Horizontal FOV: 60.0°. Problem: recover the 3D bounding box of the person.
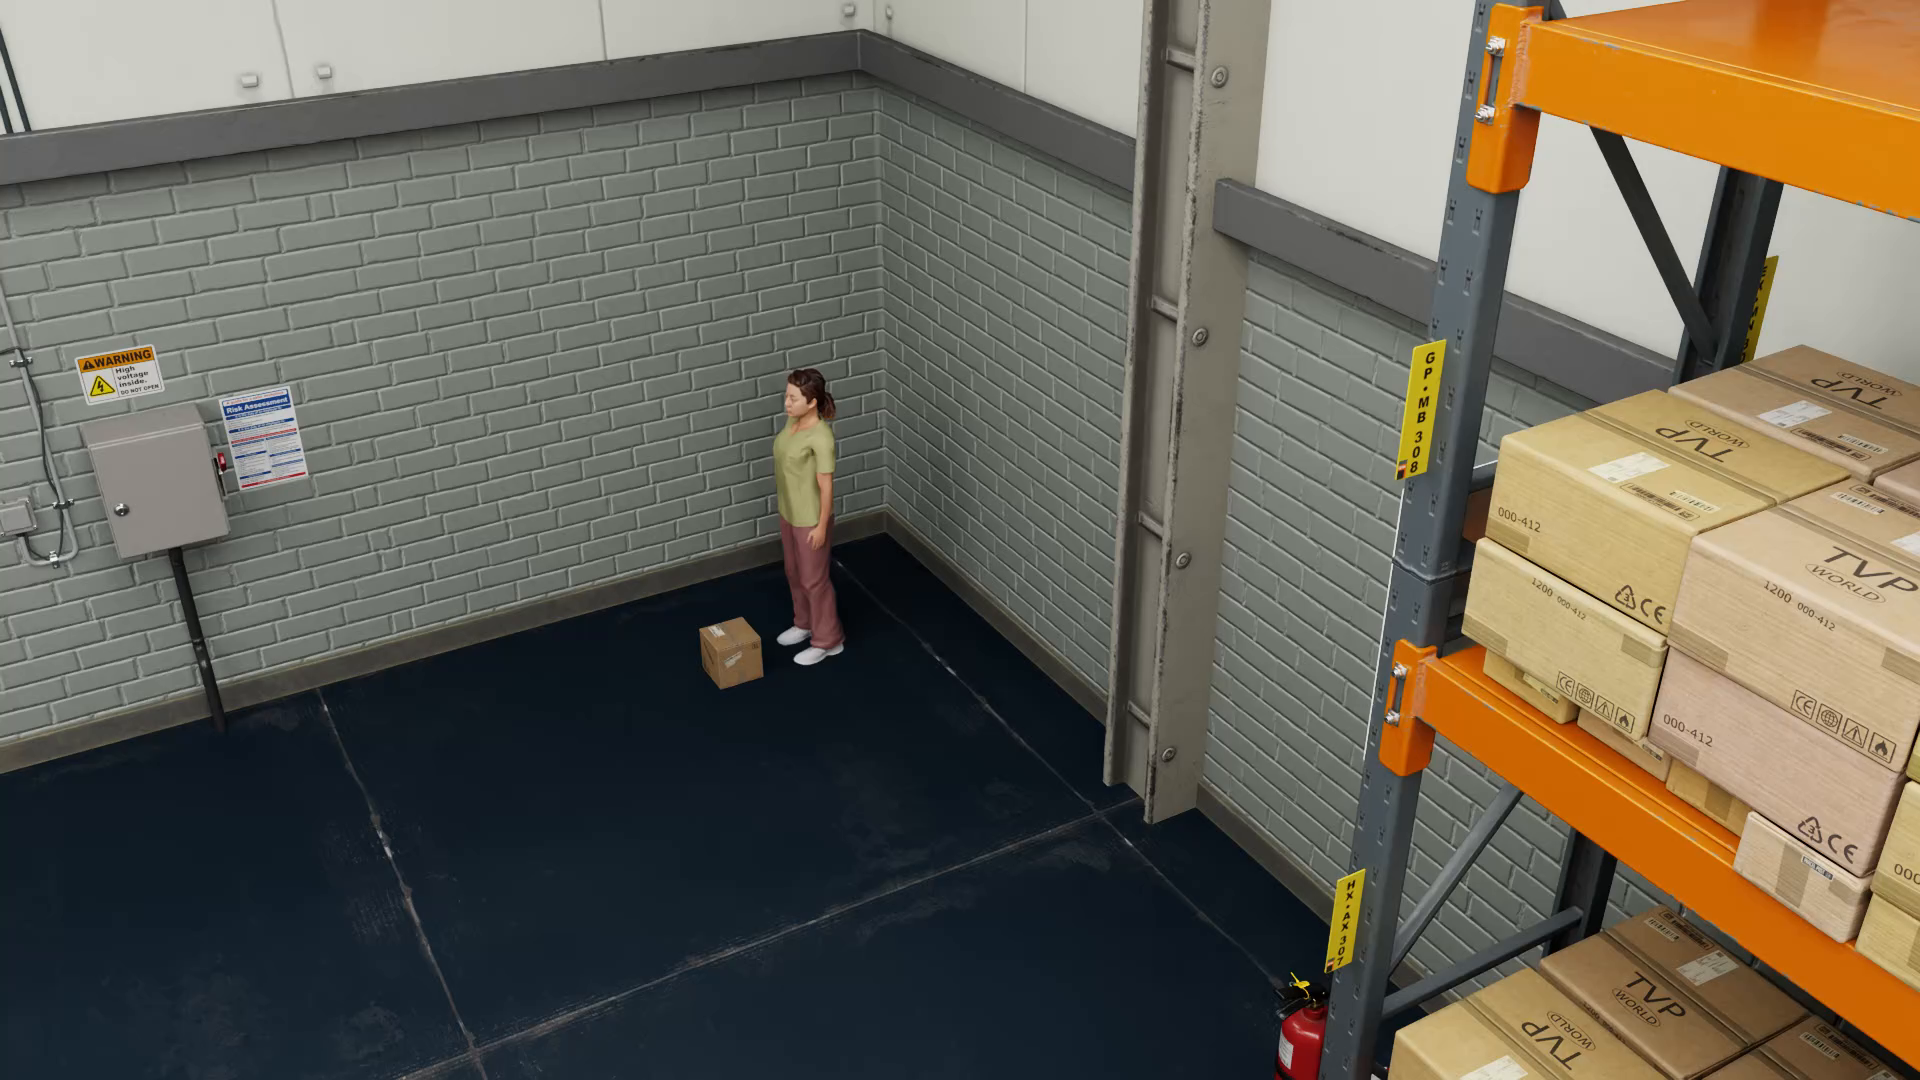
[{"bbox_3d":[-0.795,-0.127,8.799,0.355,1.671,0.440,-15,33,-25],"label":"person"}]
